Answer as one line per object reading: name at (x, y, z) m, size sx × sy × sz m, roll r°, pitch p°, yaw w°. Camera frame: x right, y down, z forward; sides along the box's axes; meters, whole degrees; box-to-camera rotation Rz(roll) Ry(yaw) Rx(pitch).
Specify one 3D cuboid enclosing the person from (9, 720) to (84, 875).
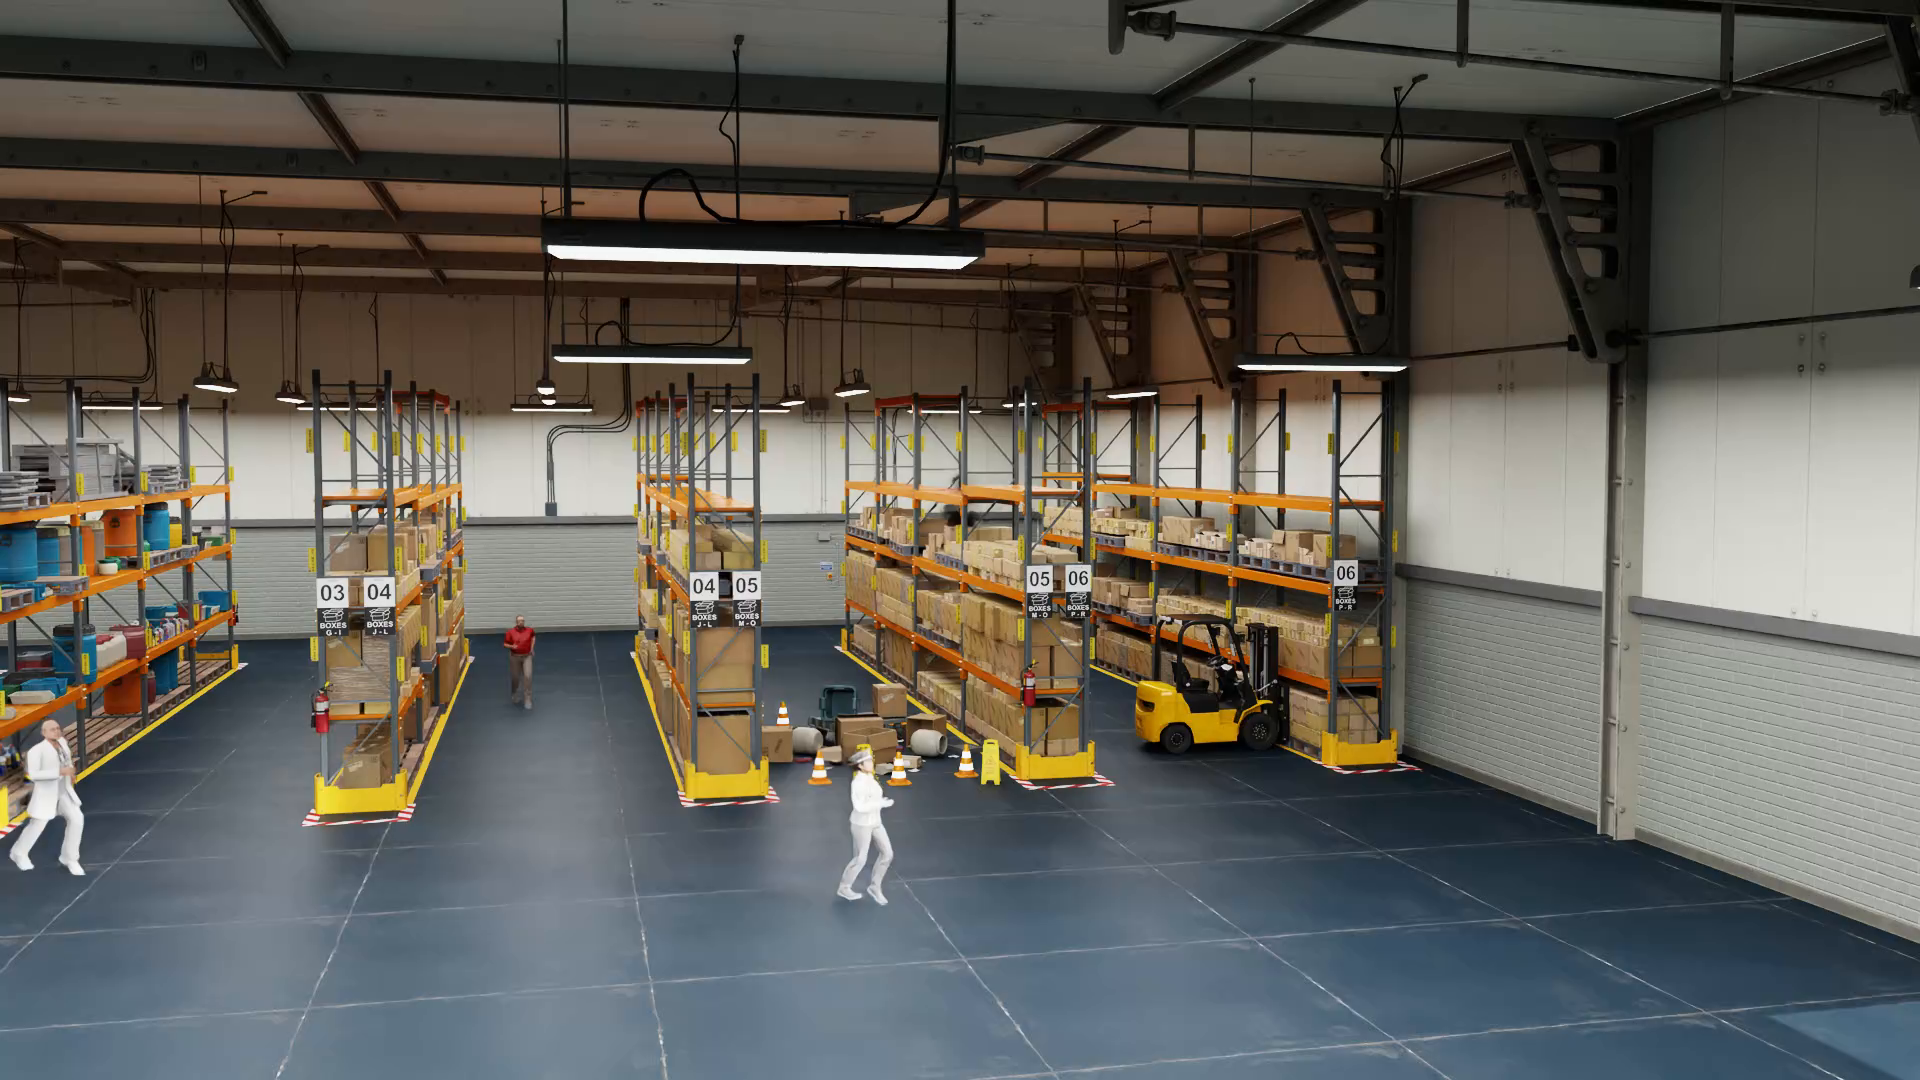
person at (-10.603, 2.998, 19.380) m, size 0.988 × 1.835 × 0.732 m, roll 1°, pitch 4°, yaw 22°

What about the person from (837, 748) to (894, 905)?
person at (-1.003, 3.116, 18.044) m, size 0.684 × 1.734 × 0.592 m, roll 1°, pitch 4°, yaw 22°

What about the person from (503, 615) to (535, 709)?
person at (-8.411, 2.299, 31.782) m, size 0.621 × 1.751 × 0.937 m, roll -1°, pitch 4°, yaw -21°
